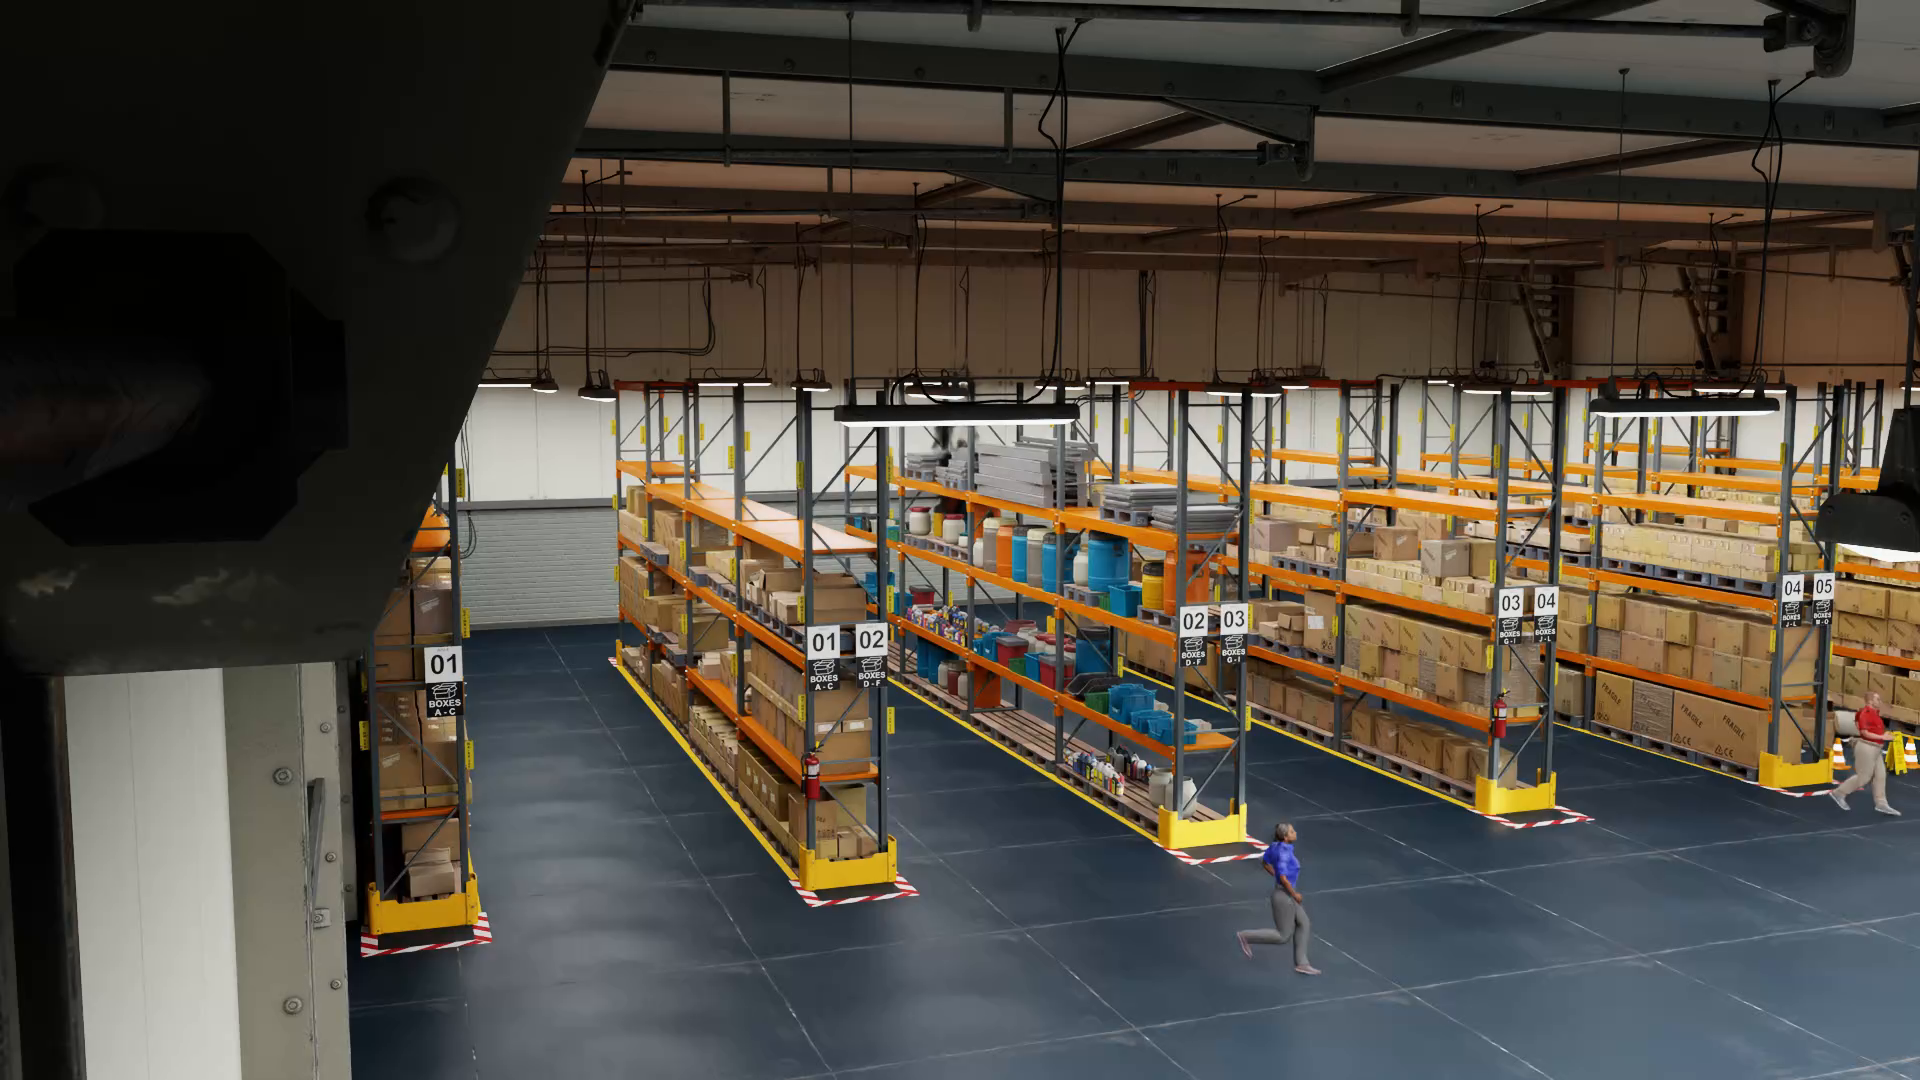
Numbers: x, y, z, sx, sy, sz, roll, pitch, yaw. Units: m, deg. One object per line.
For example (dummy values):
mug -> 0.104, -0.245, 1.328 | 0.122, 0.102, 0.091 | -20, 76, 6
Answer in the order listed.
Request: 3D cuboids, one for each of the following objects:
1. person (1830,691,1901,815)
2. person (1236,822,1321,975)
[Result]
person -> 12.802, 2.982, 23.417 | 0.865, 1.724, 0.677 | 5, 8, 37
person -> 3.320, 3.729, 17.273 | 0.892, 1.631, 0.564 | 0, 6, 5
